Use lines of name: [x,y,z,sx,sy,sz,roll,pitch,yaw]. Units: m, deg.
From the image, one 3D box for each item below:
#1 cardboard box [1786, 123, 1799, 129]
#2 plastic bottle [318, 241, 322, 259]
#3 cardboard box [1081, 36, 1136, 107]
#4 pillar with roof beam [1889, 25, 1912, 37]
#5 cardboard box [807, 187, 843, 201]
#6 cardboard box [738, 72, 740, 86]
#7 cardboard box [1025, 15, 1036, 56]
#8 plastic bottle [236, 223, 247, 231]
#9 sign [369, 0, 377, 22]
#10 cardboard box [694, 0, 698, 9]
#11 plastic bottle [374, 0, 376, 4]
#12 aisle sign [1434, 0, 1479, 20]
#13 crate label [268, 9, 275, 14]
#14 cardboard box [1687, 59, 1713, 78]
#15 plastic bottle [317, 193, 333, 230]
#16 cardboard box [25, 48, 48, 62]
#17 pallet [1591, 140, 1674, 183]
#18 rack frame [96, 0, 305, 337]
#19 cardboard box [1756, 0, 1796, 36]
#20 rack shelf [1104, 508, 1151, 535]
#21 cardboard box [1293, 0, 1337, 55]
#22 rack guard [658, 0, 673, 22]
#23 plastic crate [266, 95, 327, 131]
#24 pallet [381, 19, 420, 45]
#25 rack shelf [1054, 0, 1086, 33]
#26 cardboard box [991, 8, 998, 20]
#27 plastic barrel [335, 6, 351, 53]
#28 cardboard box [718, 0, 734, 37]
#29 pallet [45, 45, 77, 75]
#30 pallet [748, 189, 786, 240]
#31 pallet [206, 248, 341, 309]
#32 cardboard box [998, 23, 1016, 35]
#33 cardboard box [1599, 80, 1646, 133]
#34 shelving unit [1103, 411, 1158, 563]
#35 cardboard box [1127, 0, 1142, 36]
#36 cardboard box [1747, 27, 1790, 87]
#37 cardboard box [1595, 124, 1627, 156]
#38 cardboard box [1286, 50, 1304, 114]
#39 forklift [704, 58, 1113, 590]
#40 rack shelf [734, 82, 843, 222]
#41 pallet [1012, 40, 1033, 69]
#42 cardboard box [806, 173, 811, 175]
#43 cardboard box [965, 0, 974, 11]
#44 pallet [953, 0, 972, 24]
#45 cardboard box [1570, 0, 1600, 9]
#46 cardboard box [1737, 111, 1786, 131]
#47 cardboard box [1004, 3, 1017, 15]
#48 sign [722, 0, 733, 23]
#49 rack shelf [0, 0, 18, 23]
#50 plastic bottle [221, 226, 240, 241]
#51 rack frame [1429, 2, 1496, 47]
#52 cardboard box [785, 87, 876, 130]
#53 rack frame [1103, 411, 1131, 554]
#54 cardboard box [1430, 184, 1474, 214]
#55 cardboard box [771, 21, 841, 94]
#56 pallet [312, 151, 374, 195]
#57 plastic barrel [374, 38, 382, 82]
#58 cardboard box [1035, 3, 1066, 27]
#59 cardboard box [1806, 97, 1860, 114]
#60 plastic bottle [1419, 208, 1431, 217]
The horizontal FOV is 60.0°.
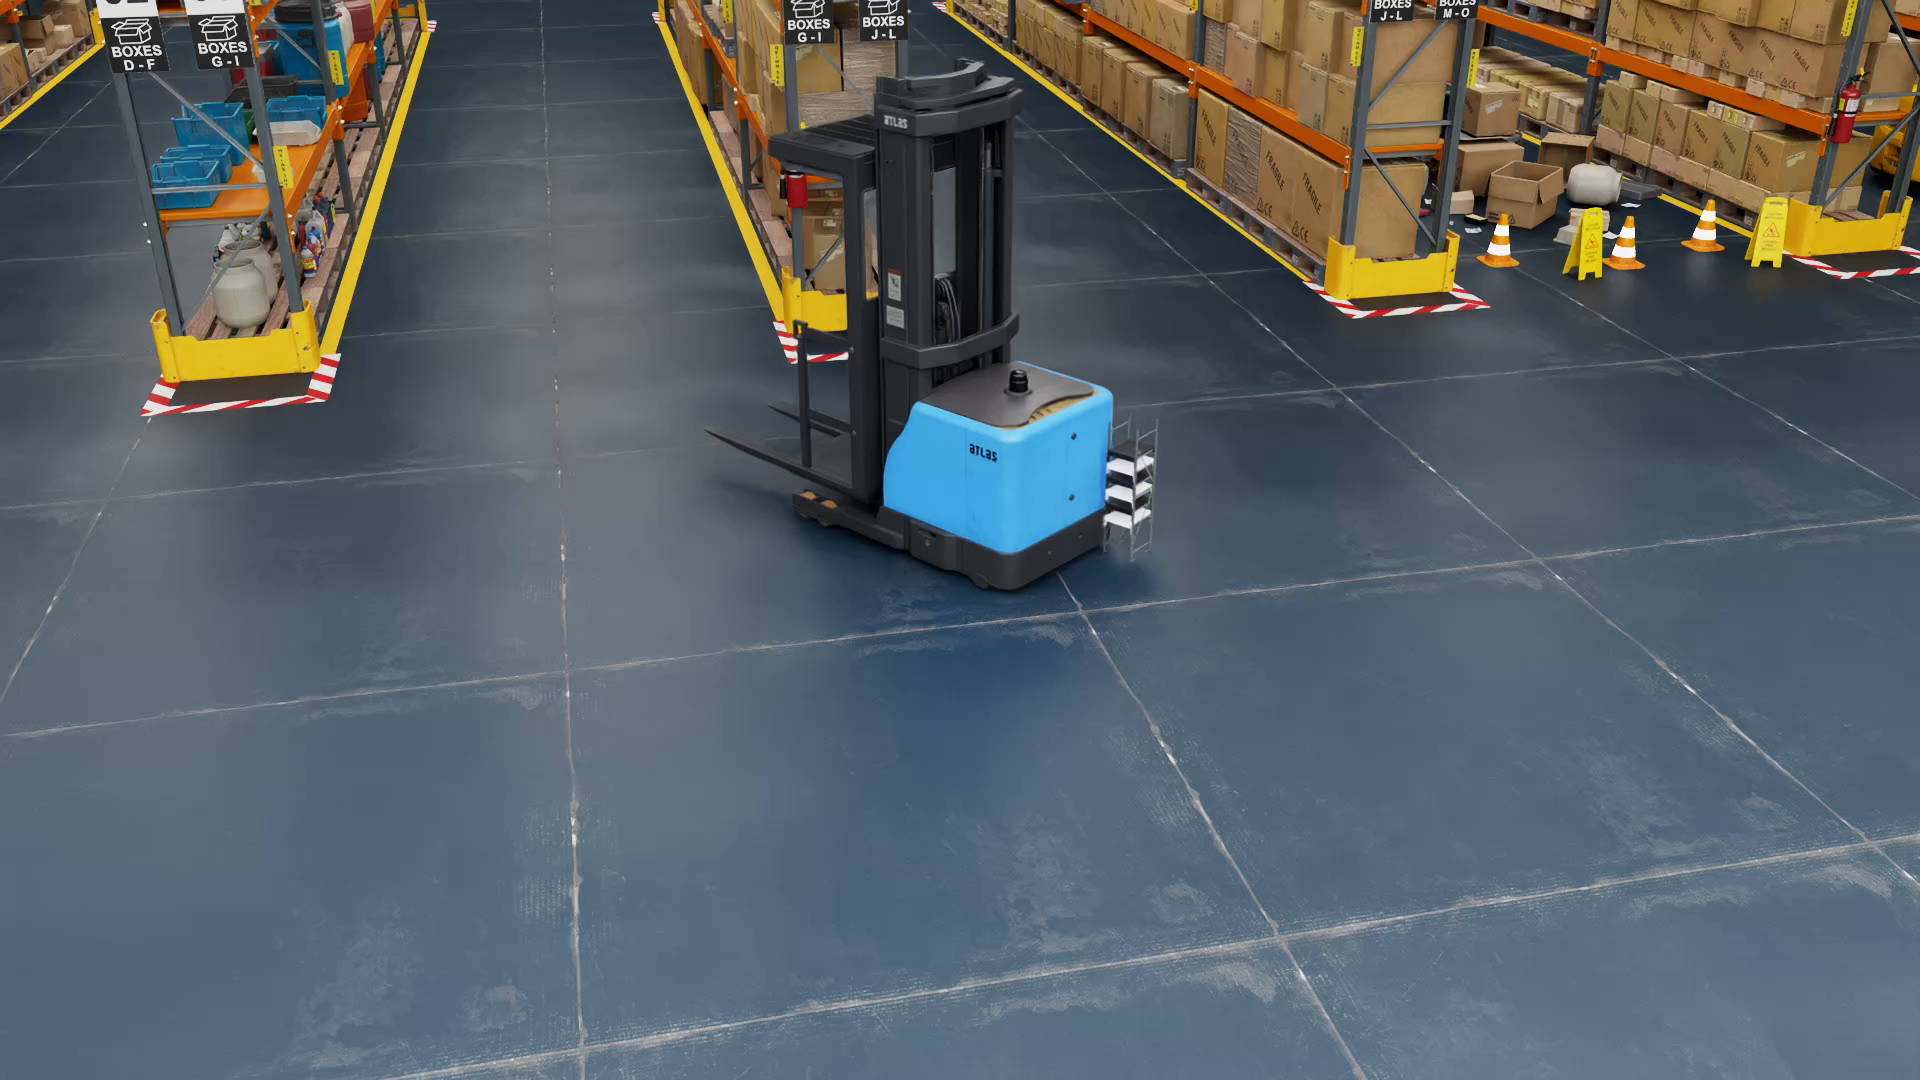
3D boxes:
cardboard box: [8.697,-4.116,17.330,0.500,0.500,0.500,-7,28,-14]
plastic bottle: [-5.971,-2.703,15.394,0.097,0.201,0.097,0,27,0]
cardboard box: [2.184,-6.072,21.481,1.050,0.750,0.750,-6,27,-12]
pillar with roof beam: [8.747,-9.978,20.532,9.100,9.000,0.400,-6,27,-12]
cardboard box: [-1.333,-3.077,15.825,0.500,0.500,0.500,-3,27,-7]
cardboard box: [-2.064,-4.713,17.037,0.380,0.149,0.250,-6,27,-12]
cardboard box: [1.262,-7.409,24.408,0.500,0.500,0.500,-5,27,-9]
plastic bottle: [-6.755,-2.885,15.677,0.097,0.271,0.097,0,27,0]
sign: [-7.012,-6.335,19.790,0.100,0.325,0.005,-6,27,-12]
cardboard box: [-3.180,-7.161,21.498,0.500,0.500,0.500,-6,27,-12]
plastic bottle: [-7.669,-7.127,21.670,0.061,0.283,0.133,-6,27,-12]
aisle sign: [4.245,-4.813,14.071,0.394,0.787,0.004,-6,27,-12]
crate label: [-7.586,-5.755,18.784,0.502,0.435,0.616,-6,27,-12]
cardboard box: [7.957,-5.003,17.611,0.380,0.149,0.250,-6,27,-12]
plastic bottle: [-6.219,-3.207,16.227,0.144,0.351,0.185,-7,28,-13]
cardboard box: [-13.363,-6.974,23.894,0.380,0.166,0.250,-6,27,-12]
pallet: [8.021,-4.420,19.273,1.003,0.211,1.213,-6,27,-12]
rack frame: [-5.743,-2.691,12.752,1.000,3.000,0.127,-6,27,-12]
cardboard box: [8.303,-5.249,16.269,0.700,0.500,0.500,-6,27,-11]
rack shelf: [1.064,-0.137,10.497,0.200,0.077,0.258,20,33,34]
cardboard box: [3.684,-4.861,15.686,0.875,0.550,0.550,-6,27,-12]
rack guard: [-4.529,-9.112,28.249,1.175,0.500,0.348,-6,27,-12]
plastic crate: [-6.131,-3.922,15.357,0.499,0.251,0.616,-6,27,-12]
pallet: [-9.201,-8.104,26.571,1.003,0.211,1.213,-6,27,-12]
rack shelf: [1.684,-7.722,23.518,1.077,0.370,4.000,-6,27,-12]
cardboard box: [0.702,-8.308,26.249,0.380,0.149,0.250,-7,28,-13]
plastic barrel: [-7.012,-5.638,18.467,0.421,0.512,0.421,0,27,0]
cardboard box: [-2.300,-5.935,18.599,0.797,0.503,0.637,-3,27,-6]
pallet: [-13.707,-7.051,24.485,1.003,0.211,1.213,-6,27,-12]
pallet: [-1.634,-3.414,17.279,1.003,0.211,1.213,-6,27,-12]
pallet: [-6.256,-2.366,15.204,1.003,0.211,1.213,-6,27,-12]
cardboard box: [0.813,-7.973,25.916,0.380,0.149,0.250,-6,27,-11]
cardboard box: [7.706,-4.964,19.010,0.500,0.500,0.500,-5,27,-9]
shelving unit: [1.064,-0.328,10.401,0.210,0.900,0.258,20,33,34]
cardboard box: [2.313,-6.322,19.835,0.500,0.500,0.500,-6,27,-12]
cardboard box: [8.238,-4.808,16.506,0.500,0.500,0.500,-6,27,-11]
cardboard box: [7.706,-4.630,19.179,0.500,0.250,0.500,-7,28,-14]
cardboard box: [3.660,-4.376,15.925,0.875,0.550,0.550,-6,27,-12]
forklift: [-0.475,-1.557,10.582,3.031,2.935,1.130,22,34,37]
rack shelf: [-1.369,-3.751,15.650,1.077,0.370,4.000,-6,27,-12]
pallet: [1.410,-7.334,25.047,1.003,0.211,1.213,-6,27,-12]
cardboard box: [-1.183,-3.186,14.011,0.380,0.149,0.250,-6,27,-12]
cardboard box: [0.290,-8.991,27.932,0.380,0.149,0.250,-6,27,-11]
pallet: [0.497,-9.039,28.423,1.003,0.211,1.213,-6,27,-12]
cardboard box: [7.508,-6.500,19.393,0.500,0.500,0.500,-6,27,-13]
cardboard box: [8.154,-4.264,16.902,0.380,0.149,0.250,-5,27,-10]
cardboard box: [0.899,-8.231,25.766,0.380,0.149,0.250,-5,27,-10]
sign: [-2.359,-5.409,16.852,0.100,0.325,0.005,-6,27,-12]
rack shelf: [-12.824,-6.258,20.618,1.077,0.370,4.000,-6,27,-12]
plastic bottle: [-6.687,-2.713,15.248,0.144,0.351,0.185,-5,27,-9]
rack frame: [6.934,-7.712,22.700,1.000,3.000,0.127,-6,27,-12]
cardboard box: [-1.015,-3.615,14.143,0.875,0.500,0.500,-6,27,-12]
rack frame: [0.985,-0.356,10.457,0.006,0.900,0.240,20,33,34]
cardboard box: [5.218,-3.621,17.629,0.396,0.266,0.258,-1,27,-3]
cardboard box: [-1.283,-4.034,13.862,0.500,0.500,0.500,-6,27,-12]
pallet: [-7.138,-4.079,18.598,1.003,0.211,1.213,-6,27,-12]
plastic barrel: [-8.182,-6.658,22.475,0.600,0.901,0.708,-6,27,-12]
cardboard box: [1.375,-7.518,23.792,0.500,0.250,0.500,-5,27,-10]
cardboard box: [8.444,-4.230,16.081,0.380,0.149,0.250,-5,27,-10]
plastic bottle: [4.828,-3.451,17.520,0.283,0.061,0.133,-16,31,-29]
